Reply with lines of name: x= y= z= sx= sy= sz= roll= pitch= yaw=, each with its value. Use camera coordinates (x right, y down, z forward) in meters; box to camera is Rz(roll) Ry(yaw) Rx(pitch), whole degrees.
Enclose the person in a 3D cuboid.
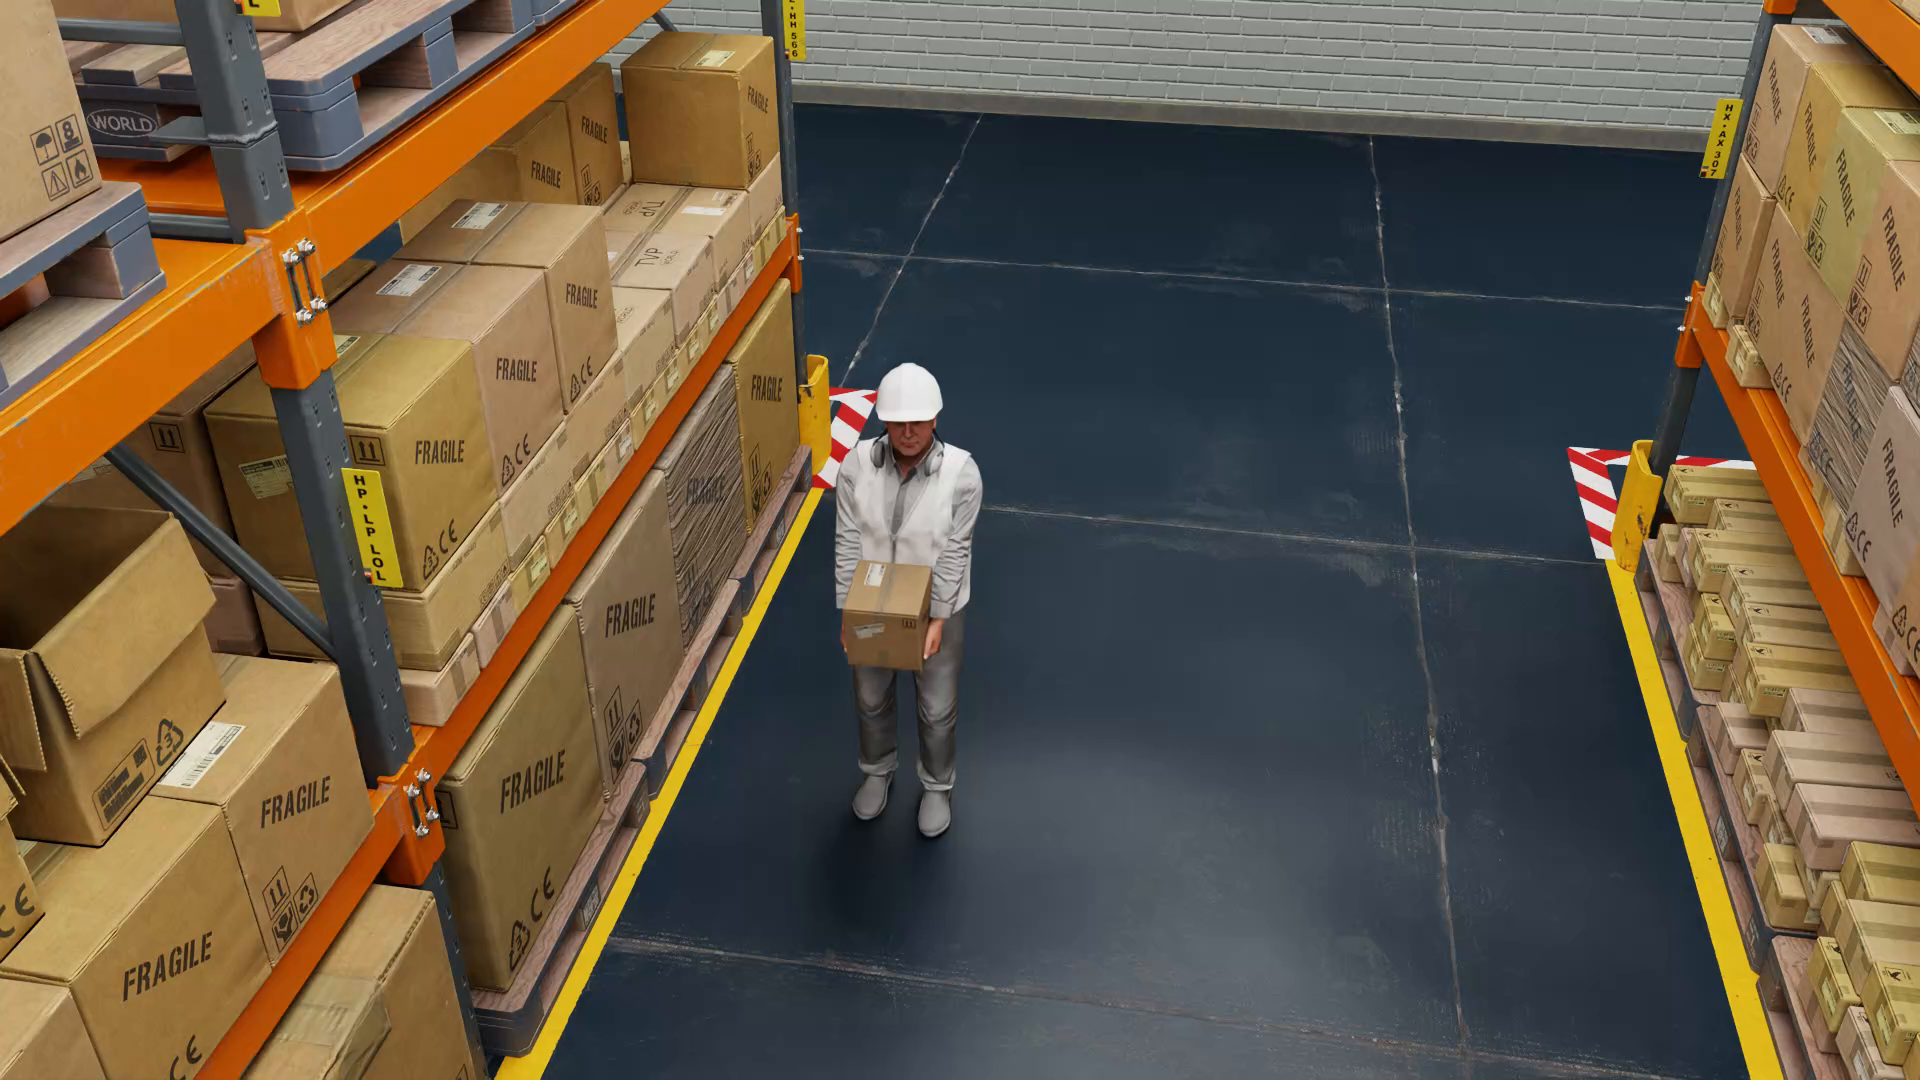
person: x=-0.184 y=0.254 z=5.713 sx=0.495 sy=1.772 sz=0.549 roll=5 pitch=33 yaw=8
